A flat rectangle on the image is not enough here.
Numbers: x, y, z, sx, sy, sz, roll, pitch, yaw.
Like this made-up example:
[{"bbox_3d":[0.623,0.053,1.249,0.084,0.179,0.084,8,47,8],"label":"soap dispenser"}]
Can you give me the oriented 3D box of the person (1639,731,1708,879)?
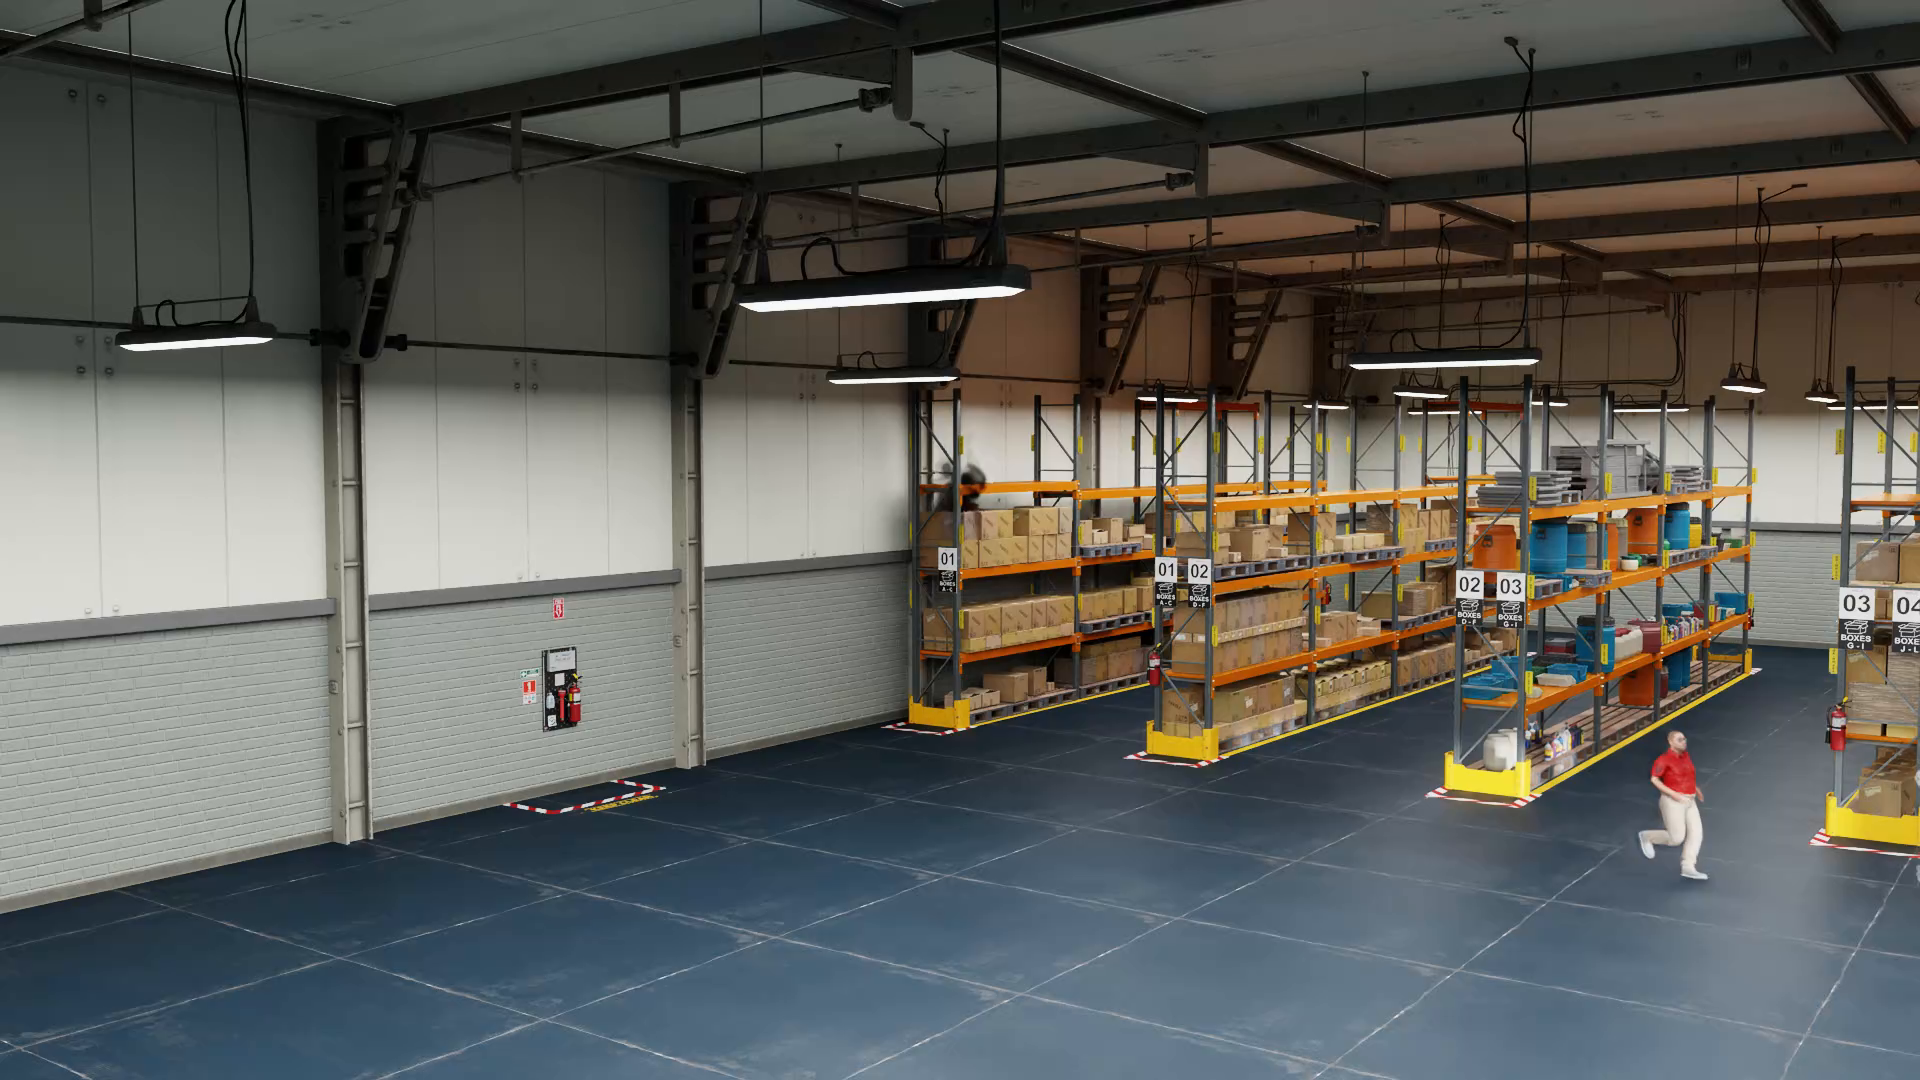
[{"bbox_3d":[8.364,3.064,19.367,0.677,1.685,0.835,-2,4,-27],"label":"person"}]
